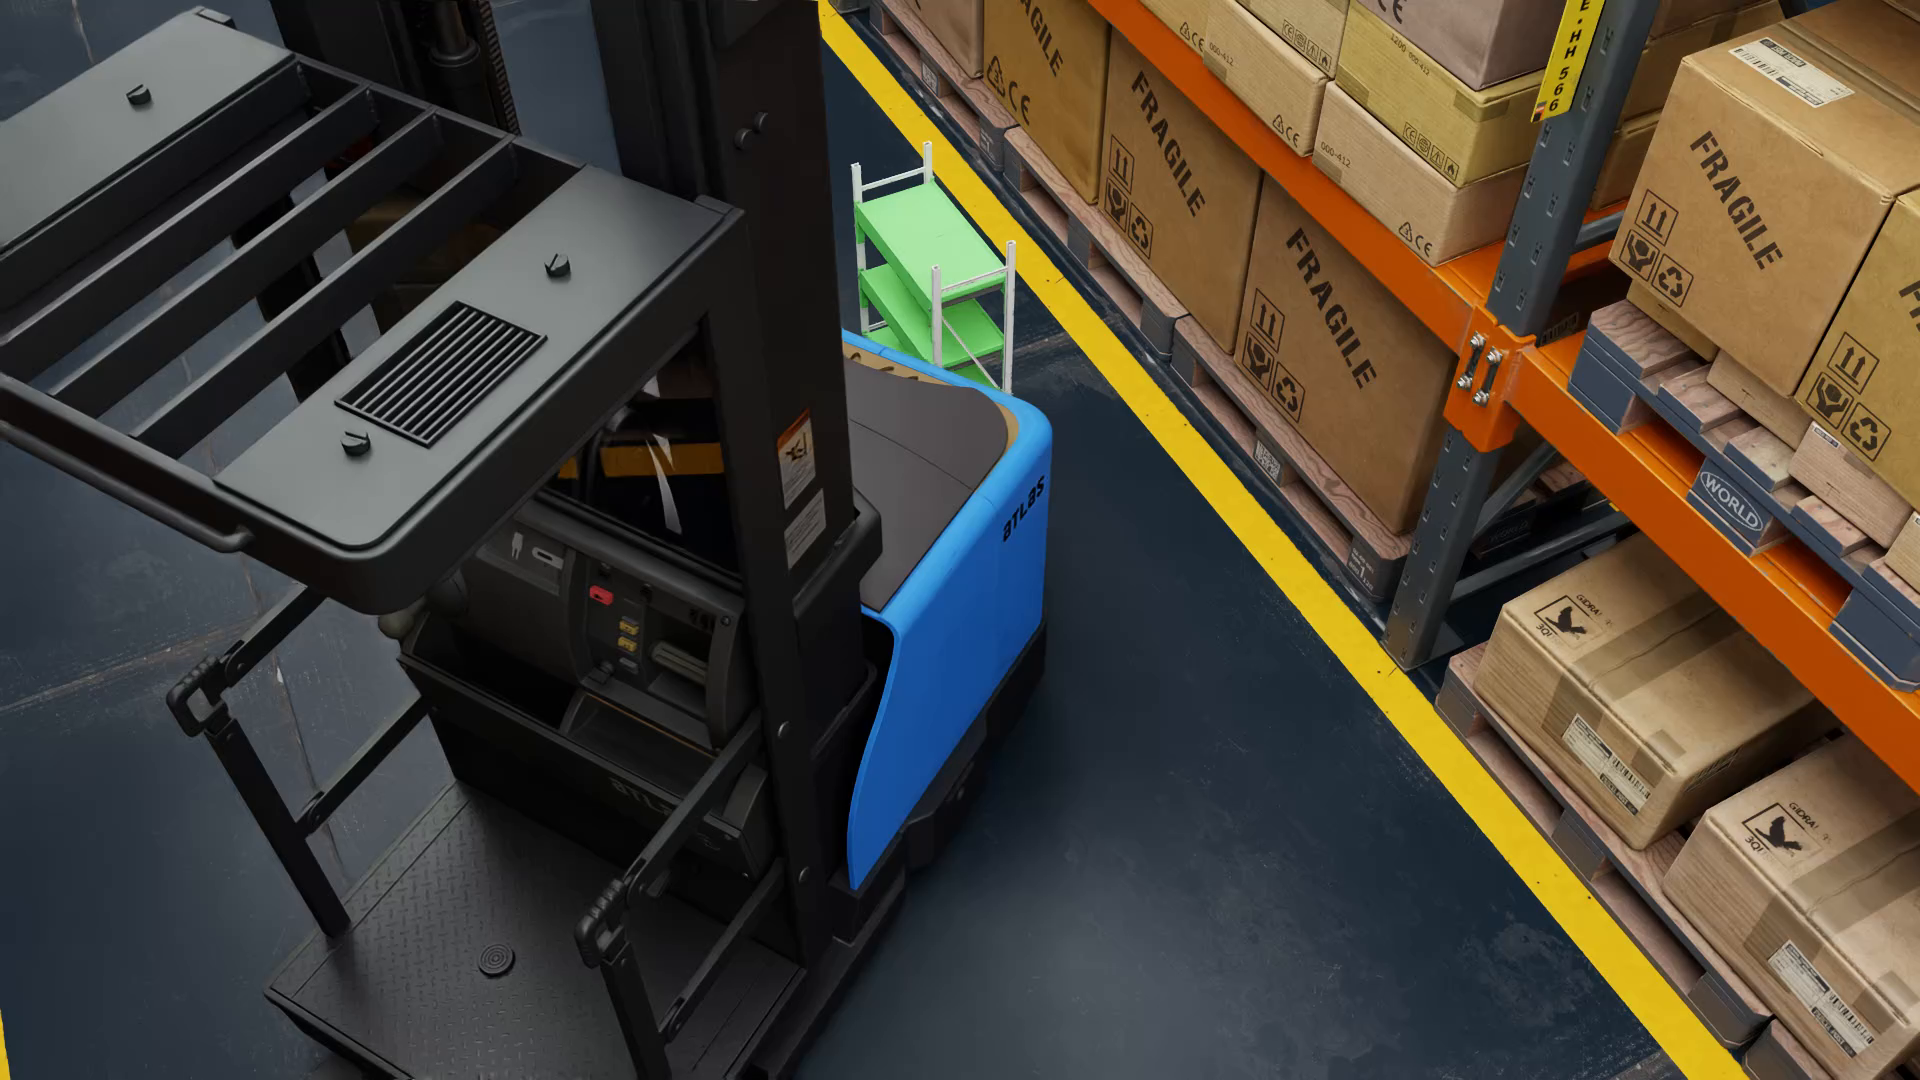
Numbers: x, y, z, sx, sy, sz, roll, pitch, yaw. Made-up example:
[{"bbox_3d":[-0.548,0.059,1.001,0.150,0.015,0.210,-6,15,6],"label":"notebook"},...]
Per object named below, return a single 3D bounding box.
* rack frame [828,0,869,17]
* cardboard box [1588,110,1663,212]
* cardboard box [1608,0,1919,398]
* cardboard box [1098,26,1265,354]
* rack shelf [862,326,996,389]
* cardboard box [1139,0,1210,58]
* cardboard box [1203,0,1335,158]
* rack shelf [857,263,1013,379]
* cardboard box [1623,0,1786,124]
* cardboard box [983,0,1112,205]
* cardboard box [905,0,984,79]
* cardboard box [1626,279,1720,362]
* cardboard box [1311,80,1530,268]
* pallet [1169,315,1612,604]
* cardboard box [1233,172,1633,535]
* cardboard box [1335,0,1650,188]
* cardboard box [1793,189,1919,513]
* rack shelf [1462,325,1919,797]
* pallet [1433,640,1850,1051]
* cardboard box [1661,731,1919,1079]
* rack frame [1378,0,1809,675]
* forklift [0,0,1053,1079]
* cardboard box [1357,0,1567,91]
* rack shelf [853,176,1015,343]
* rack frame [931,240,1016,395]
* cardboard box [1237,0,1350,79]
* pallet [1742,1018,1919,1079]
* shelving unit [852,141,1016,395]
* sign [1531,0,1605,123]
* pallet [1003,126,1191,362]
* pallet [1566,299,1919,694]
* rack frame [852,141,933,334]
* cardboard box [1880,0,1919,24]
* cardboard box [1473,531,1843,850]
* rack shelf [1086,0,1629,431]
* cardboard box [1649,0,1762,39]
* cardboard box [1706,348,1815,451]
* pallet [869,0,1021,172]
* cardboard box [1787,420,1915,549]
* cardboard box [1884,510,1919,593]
[{"bbox_3d":[-0.105,-3.482,6.303,1.000,3.000,0.127,-21,52,-18],"label":"rack frame"},{"bbox_3d":[1.725,-1.170,4.380,0.500,0.250,0.500,-22,52,-18],"label":"cardboard box"},{"bbox_3d":[1.726,-0.693,3.320,0.500,0.500,0.500,-23,53,-19],"label":"cardboard box"},{"bbox_3d":[1.079,-1.333,5.556,0.875,0.875,0.875,-21,52,-17],"label":"cardboard box"},{"bbox_3d":[-0.076,-0.464,4.943,0.258,0.148,0.480,-21,52,-18],"label":"rack shelf"},{"bbox_3d":[0.799,-1.684,4.829,0.500,0.250,0.500,-22,52,-18],"label":"cardboard box"},{"bbox_3d":[1.015,-1.341,4.530,0.500,0.250,0.500,-20,52,-17],"label":"cardboard box"},{"bbox_3d":[-0.076,-0.622,4.763,0.258,0.148,0.480,-21,52,-18],"label":"rack shelf"},{"bbox_3d":[1.713,-1.344,4.201,0.500,0.250,0.500,-22,52,-18],"label":"cardboard box"},{"bbox_3d":[0.670,-1.932,6.079,0.875,0.875,0.875,-20,52,-16],"label":"cardboard box"},{"bbox_3d":[0.250,-2.533,6.606,0.875,0.875,0.875,-20,52,-16],"label":"cardboard box"},{"bbox_3d":[1.709,-0.579,3.651,0.380,0.149,0.250,-24,53,-20],"label":"cardboard box"},{"bbox_3d":[1.263,-1.005,4.236,0.500,0.250,0.500,-23,53,-19],"label":"cardboard box"},{"bbox_3d":[1.432,-0.441,5.495,1.003,0.211,1.213,-21,52,-18],"label":"pallet"},{"bbox_3d":[1.483,-0.735,5.032,0.875,0.875,0.875,-22,52,-18],"label":"cardboard box"},{"bbox_3d":[1.278,-1.157,4.037,0.500,0.250,0.500,-21,52,-18],"label":"cardboard box"},{"bbox_3d":[1.970,-0.347,3.018,0.500,0.500,0.500,-19,51,-16],"label":"cardboard box"},{"bbox_3d":[2.641,0.770,3.061,1.077,0.370,4.000,-21,52,-18],"label":"rack shelf"},{"bbox_3d":[2.082,0.637,4.553,1.003,0.211,1.213,-21,52,-18],"label":"pallet"},{"bbox_3d":[2.320,0.795,4.029,0.950,0.372,0.625,-22,52,-18],"label":"cardboard box"},{"bbox_3d":[1.725,-0.805,3.961,1.000,3.000,0.127,-21,52,-18],"label":"rack frame"},{"bbox_3d":[-0.925,0.207,3.122,1.130,2.935,3.031,23,53,19],"label":"forklift"},{"bbox_3d":[1.256,-1.423,3.771,0.500,0.500,0.500,-22,53,-18],"label":"cardboard box"},{"bbox_3d":[-0.076,-0.780,4.582,0.258,0.148,0.480,-21,52,-18],"label":"rack shelf"},{"bbox_3d":[0.036,-0.342,4.752,0.240,1.200,0.015,-21,52,-18],"label":"rack frame"},{"bbox_3d":[1.040,-1.499,4.336,0.500,0.250,0.500,-22,53,-18],"label":"cardboard box"},{"bbox_3d":[2.636,1.452,3.840,1.003,0.211,1.213,-21,52,-18],"label":"pallet"},{"bbox_3d":[-0.076,-0.506,4.895,0.258,1.200,0.503,-21,52,-18],"label":"shelving unit"},{"bbox_3d":[1.233,-0.993,3.356,0.100,0.325,0.005,-21,52,-18],"label":"sign"},{"bbox_3d":[0.877,-1.256,6.208,1.003,0.211,1.213,-21,52,-18],"label":"pallet"},{"bbox_3d":[2.146,-0.302,3.648,1.213,0.211,1.003,-21,52,-18],"label":"pallet"},{"bbox_3d":[-0.187,-0.669,5.038,0.240,1.200,0.015,-21,52,-18],"label":"rack frame"},{"bbox_3d":[2.181,-0.866,3.471,0.500,0.500,0.500,-23,53,-19],"label":"cardboard box"},{"bbox_3d":[1.975,0.303,4.459,0.950,0.372,0.625,-24,53,-20],"label":"cardboard box"},{"bbox_3d":[0.810,-1.907,5.403,1.077,0.370,4.000,-21,52,-18],"label":"rack shelf"},{"bbox_3d":[1.717,-1.581,3.910,0.500,0.500,0.500,-23,53,-19],"label":"cardboard box"},{"bbox_3d":[1.808,-0.378,3.476,0.380,0.149,0.250,-24,53,-20],"label":"cardboard box"},{"bbox_3d":[0.315,-2.074,6.923,1.003,0.211,1.213,-21,52,-18],"label":"pallet"},{"bbox_3d":[1.893,-0.179,3.302,0.380,0.149,0.250,-24,53,-20],"label":"cardboard box"},{"bbox_3d":[2.000,0.012,3.135,0.380,0.149,0.250,-21,52,-17],"label":"cardboard box"}]
